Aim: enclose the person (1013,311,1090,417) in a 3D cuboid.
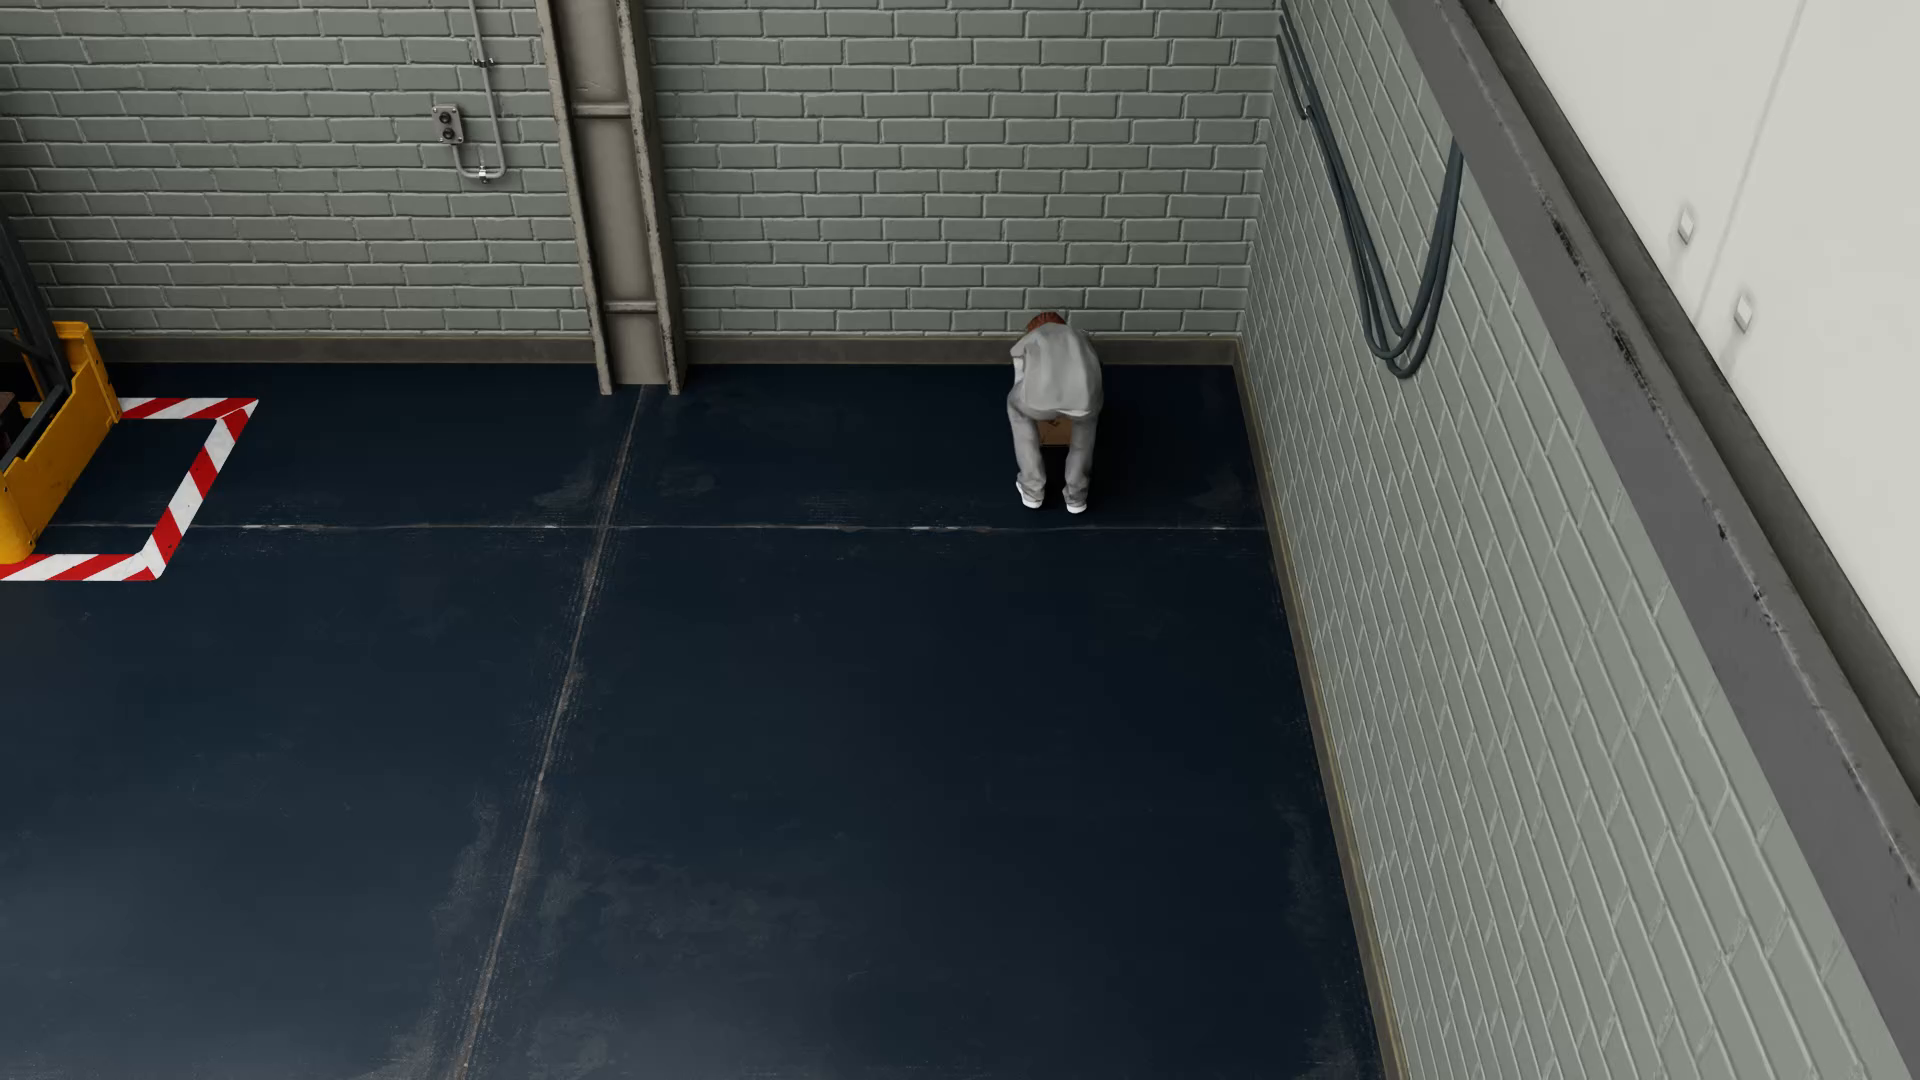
[{"bbox_3d":[0.419,-0.622,7.462,0.353,0.801,0.840,-2,40,-2],"label":"person"}]
